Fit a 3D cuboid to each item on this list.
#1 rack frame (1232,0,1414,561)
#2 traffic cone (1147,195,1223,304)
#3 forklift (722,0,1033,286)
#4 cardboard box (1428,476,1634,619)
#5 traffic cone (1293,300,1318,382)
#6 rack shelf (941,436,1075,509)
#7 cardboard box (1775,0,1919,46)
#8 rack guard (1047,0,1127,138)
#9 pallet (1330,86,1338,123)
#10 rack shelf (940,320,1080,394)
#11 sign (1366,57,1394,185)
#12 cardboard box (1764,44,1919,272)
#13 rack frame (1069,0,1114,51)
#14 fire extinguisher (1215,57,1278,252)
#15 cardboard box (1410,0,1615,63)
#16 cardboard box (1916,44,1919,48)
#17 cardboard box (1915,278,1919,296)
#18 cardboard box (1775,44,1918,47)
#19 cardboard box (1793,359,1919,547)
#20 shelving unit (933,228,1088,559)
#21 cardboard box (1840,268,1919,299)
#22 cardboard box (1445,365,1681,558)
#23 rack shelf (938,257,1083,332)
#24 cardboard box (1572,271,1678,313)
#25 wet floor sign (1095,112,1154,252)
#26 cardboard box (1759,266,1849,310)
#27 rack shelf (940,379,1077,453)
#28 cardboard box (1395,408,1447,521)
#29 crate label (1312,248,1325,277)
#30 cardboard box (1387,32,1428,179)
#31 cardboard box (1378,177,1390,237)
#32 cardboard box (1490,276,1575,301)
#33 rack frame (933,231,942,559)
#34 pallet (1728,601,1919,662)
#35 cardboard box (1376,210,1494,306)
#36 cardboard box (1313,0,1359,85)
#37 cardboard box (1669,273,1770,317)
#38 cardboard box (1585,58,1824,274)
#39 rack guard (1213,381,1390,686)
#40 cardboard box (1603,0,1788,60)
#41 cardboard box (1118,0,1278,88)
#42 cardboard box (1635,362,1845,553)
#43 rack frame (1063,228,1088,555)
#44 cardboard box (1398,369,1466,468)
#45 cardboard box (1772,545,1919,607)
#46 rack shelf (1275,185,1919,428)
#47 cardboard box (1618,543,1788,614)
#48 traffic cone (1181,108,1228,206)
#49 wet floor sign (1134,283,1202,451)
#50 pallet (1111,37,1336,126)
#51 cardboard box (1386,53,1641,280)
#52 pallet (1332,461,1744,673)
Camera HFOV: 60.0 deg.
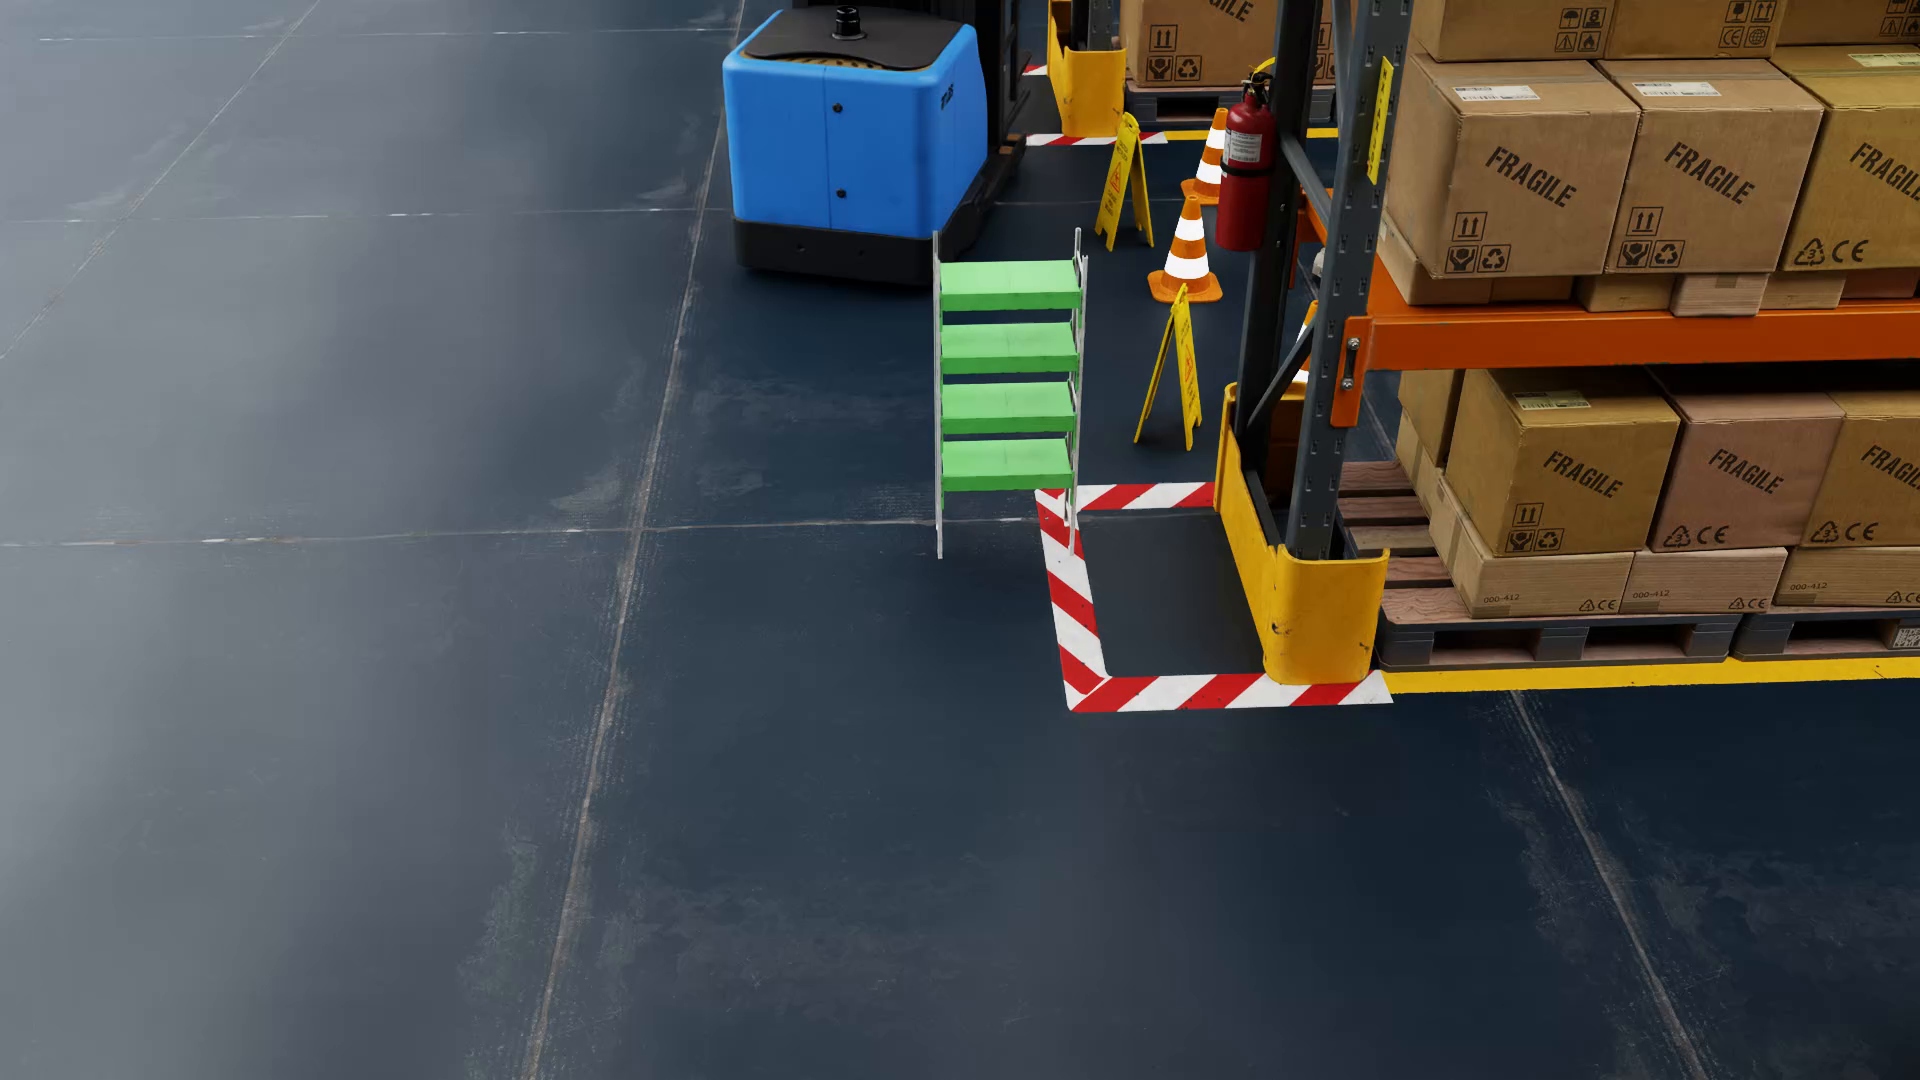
[{"bbox_3d":[1.105,-1.082,5.177,0.127,3.000,1.000,-2,35,-2],"label":"rack frame"},{"bbox_3d":[1.081,-1.405,7.874,0.334,0.463,0.336,-2,35,-2],"label":"traffic cone"},{"bbox_3d":[-0.249,-3.239,8.354,1.130,2.935,3.031,8,35,11],"label":"forklift"},{"bbox_3d":[1.923,0.012,5.645,0.500,0.250,0.500,-2,35,-3],"label":"cardboard box"},{"bbox_3d":[1.473,-0.784,6.976,0.334,0.463,0.336,-2,35,-2],"label":"traffic cone"},{"bbox_3d":[0.165,-0.248,6.088,0.480,0.148,0.258,-2,35,-2],"label":"rack shelf"},{"bbox_3d":[2.615,-1.876,5.097,0.500,0.500,0.700,-2,35,-3],"label":"cardboard box"},{"bbox_3d":[0.745,-2.864,9.950,0.348,0.500,1.175,-2,35,-2],"label":"rack guard"},{"bbox_3d":[2.780,-2.843,10.173,1.213,0.211,1.003,-2,35,-2],"label":"pallet"},{"bbox_3d":[0.165,-0.643,5.815,0.480,0.148,0.258,-2,35,-2],"label":"rack shelf"},{"bbox_3d":[1.130,-1.129,4.485,0.005,0.325,0.100,-2,35,-2],"label":"sign"},{"bbox_3d":[2.617,-1.131,4.899,0.500,0.500,0.500,-2,35,-3],"label":"cardboard box"},{"bbox_3d":[0.769,-3.893,9.239,0.127,3.000,1.000,-2,35,-2],"label":"rack frame"},{"bbox_3d":[0.968,-1.309,5.573,0.183,0.674,0.296,-2,35,-2],"label":"fire extinguisher"},{"bbox_3d":[1.605,-1.794,4.979,0.500,0.500,0.700,-2,35,-3],"label":"cardboard box"},{"bbox_3d":[3.125,-1.149,4.925,0.500,0.500,0.500,-2,35,-3],"label":"cardboard box"},{"bbox_3d":[3.012,-0.884,5.113,0.250,0.149,0.380,-2,35,-3],"label":"cardboard box"},{"bbox_3d":[2.634,-1.439,5.344,0.500,0.500,0.500,-2,35,-2],"label":"cardboard box"},{"bbox_3d":[2.971,-0.323,5.469,0.500,0.500,0.500,-1,35,-1],"label":"cardboard box"},{"bbox_3d":[0.165,-0.498,5.915,0.503,1.200,0.258,-2,35,-2],"label":"shelving unit"},{"bbox_3d":[2.748,-0.894,5.127,0.250,0.149,0.380,0,35,-1],"label":"cardboard box"},{"bbox_3d":[1.947,-0.298,5.433,0.500,0.500,0.500,-3,35,-4],"label":"cardboard box"},{"bbox_3d":[0.165,-0.840,5.678,0.480,0.148,0.258,-2,35,-2],"label":"rack shelf"},{"bbox_3d":[1.974,-0.846,5.057,0.250,0.149,0.380,-3,35,-4],"label":"cardboard box"},{"bbox_3d":[0.834,-1.799,8.282,0.232,0.644,0.267,-7,35,-10],"label":"wet floor sign"},{"bbox_3d":[2.487,-0.853,5.067,0.250,0.149,0.380,-1,35,-1],"label":"cardboard box"},{"bbox_3d":[0.165,-0.445,5.951,0.480,0.148,0.258,-2,35,-2],"label":"rack shelf"},{"bbox_3d":[1.923,-0.299,6.094,0.500,0.250,0.500,-2,35,-2],"label":"cardboard box"},{"bbox_3d":[1.863,-1.328,8.048,0.298,0.136,0.250,-20,39,-26],"label":"crate label"},{"bbox_3d":[1.634,-1.417,5.312,0.500,0.500,0.500,-2,35,-3],"label":"cardboard box"},{"bbox_3d":[1.468,-1.110,5.439,0.250,0.149,0.380,0,35,-1],"label":"cardboard box"},{"bbox_3d":[1.705,-0.885,5.114,0.250,0.149,0.380,-1,35,-2],"label":"cardboard box"},{"bbox_3d":[-0.079,-0.491,5.905,0.015,1.200,0.240,-2,35,-2],"label":"rack frame"},{"bbox_3d":[3.209,0.030,6.022,1.213,0.211,1.003,-2,35,-2],"label":"pallet"},{"bbox_3d":[1.454,-0.870,5.092,0.250,0.149,0.380,-1,35,-2],"label":"cardboard box"},{"bbox_3d":[2.322,-3.273,9.841,0.875,0.875,0.875,-2,35,-3],"label":"cardboard box"},{"bbox_3d":[2.230,-0.827,5.029,0.250,0.149,0.380,-1,35,-1],"label":"cardboard box"},{"bbox_3d":[2.108,-1.116,4.878,0.500,0.500,0.500,-1,35,-1],"label":"cardboard box"},{"bbox_3d":[1.181,-0.056,5.892,0.348,0.500,1.175,-2,35,-2],"label":"rack guard"},{"bbox_3d":[2.110,-1.804,4.993,0.500,0.500,0.700,-1,35,-2],"label":"cardboard box"},{"bbox_3d":[1.444,-3.248,9.805,0.875,0.875,0.875,-1,35,-2],"label":"cardboard box"},{"bbox_3d":[2.469,-0.314,5.457,0.500,0.500,0.500,-3,35,-4],"label":"cardboard box"},{"bbox_3d":[0.409,-0.504,5.924,0.015,1.200,0.240,-2,35,-2],"label":"rack frame"},{"bbox_3d":[1.893,-0.602,5.872,0.500,0.500,0.500,-1,35,-2],"label":"cardboard box"},{"bbox_3d":[2.978,-0.020,5.690,0.500,0.250,0.500,1,35,1],"label":"cardboard box"},{"bbox_3d":[3.102,-0.840,5.460,4.000,0.370,1.077,-2,35,-2],"label":"rack shelf"},{"bbox_3d":[2.434,0.002,5.658,0.500,0.250,0.500,0,35,-1],"label":"cardboard box"},{"bbox_3d":[1.367,-2.057,8.815,0.334,0.463,0.336,-2,35,-2],"label":"traffic cone"},{"bbox_3d":[0.864,-0.717,6.719,0.232,0.644,0.267,10,36,14],"label":"wet floor sign"},{"bbox_3d":[1.564,-2.812,10.128,1.213,0.211,1.003,-2,35,-2],"label":"pallet"},{"bbox_3d":[1.591,-1.100,4.855,0.500,0.500,0.500,-2,35,-3],"label":"cardboard box"},{"bbox_3d":[1.994,0.061,5.976,1.213,0.211,1.003,-2,35,-2],"label":"pallet"}]
